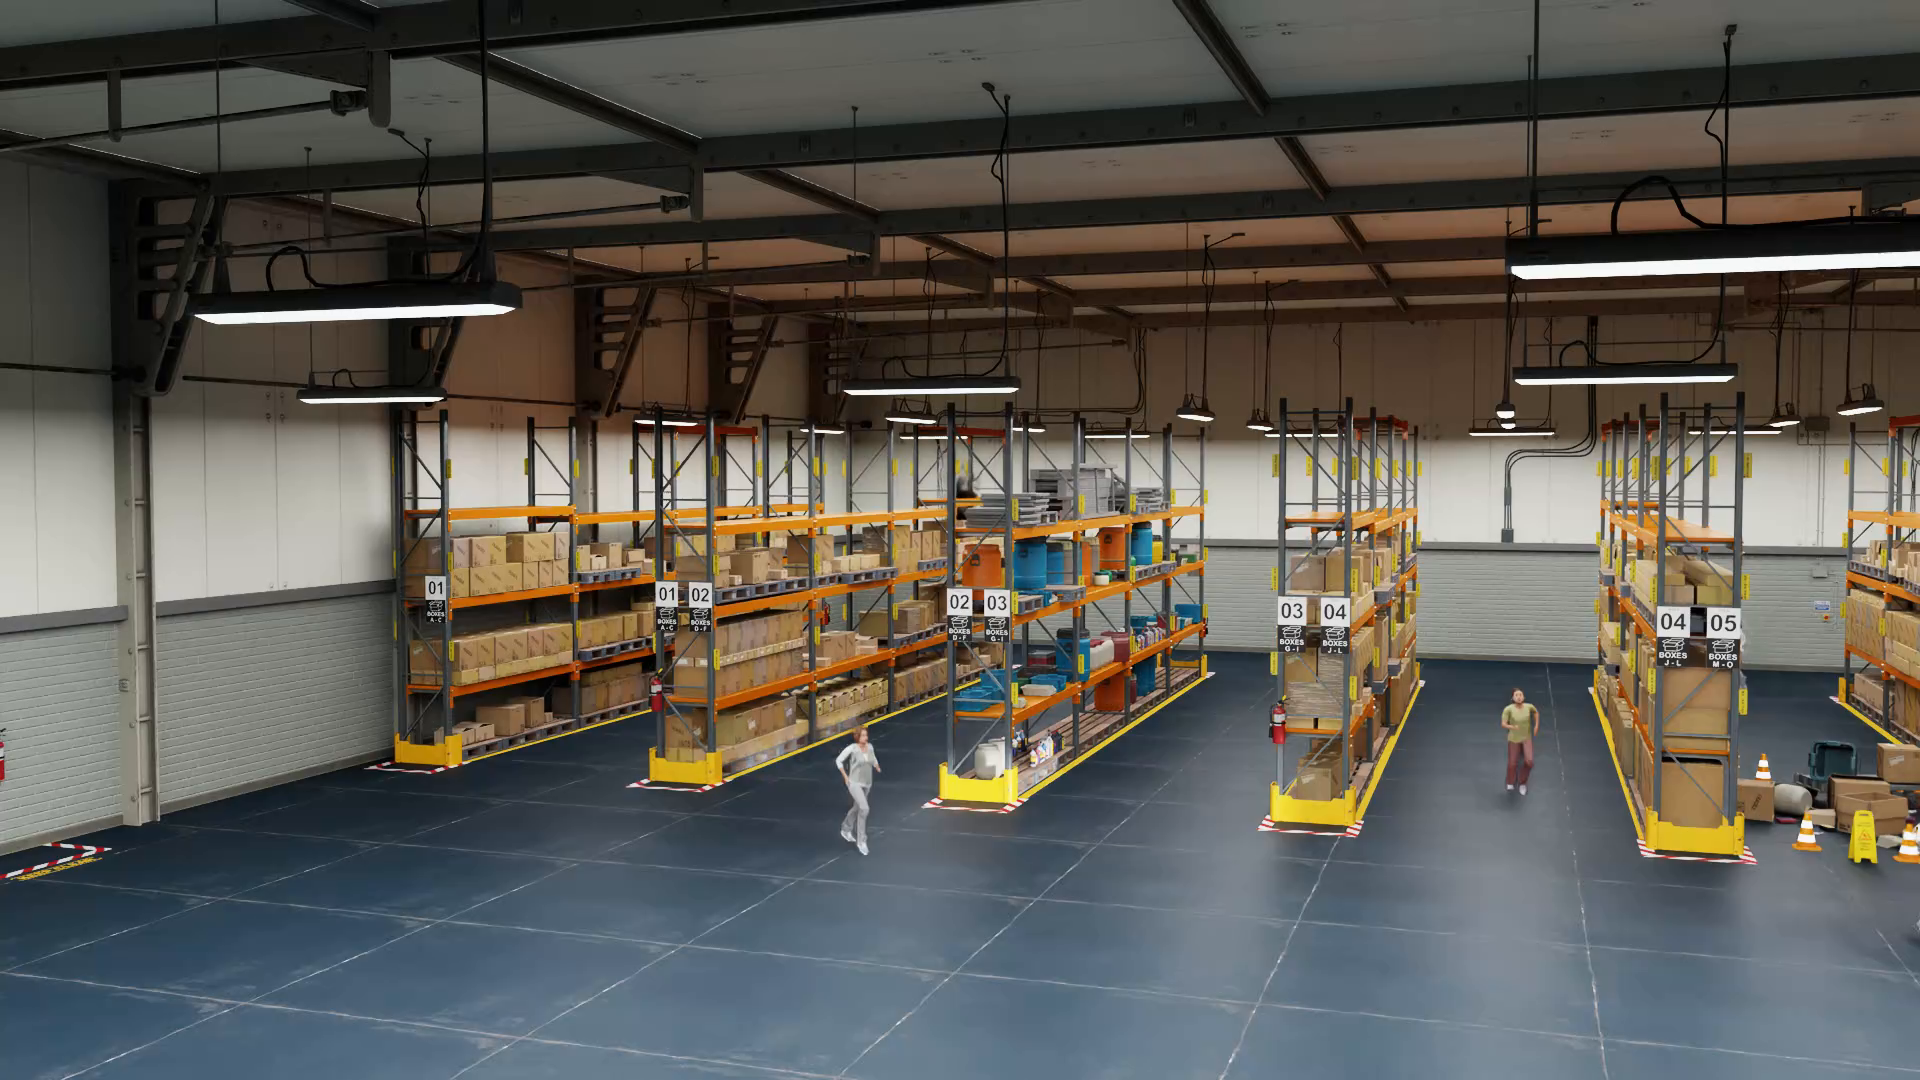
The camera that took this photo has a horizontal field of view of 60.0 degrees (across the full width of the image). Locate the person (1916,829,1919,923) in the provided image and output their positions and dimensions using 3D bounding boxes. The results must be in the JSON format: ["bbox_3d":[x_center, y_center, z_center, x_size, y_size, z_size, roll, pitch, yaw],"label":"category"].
[{"bbox_3d":[10.310,3.400,17.205,0.596,1.725,0.837,-1,3,-24],"label":"person"}]

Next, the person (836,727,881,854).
[{"bbox_3d":[-1.332,3.261,21.875,0.530,1.637,0.730,-2,3,-44],"label":"person"}]

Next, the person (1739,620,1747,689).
[{"bbox_3d":[17.441,2.552,37.507,0.609,1.666,0.591,1,3,22],"label":"person"}]

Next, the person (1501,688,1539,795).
[{"bbox_3d":[8.565,3.069,25.425,0.585,1.631,0.811,0,2,10],"label":"person"}]
